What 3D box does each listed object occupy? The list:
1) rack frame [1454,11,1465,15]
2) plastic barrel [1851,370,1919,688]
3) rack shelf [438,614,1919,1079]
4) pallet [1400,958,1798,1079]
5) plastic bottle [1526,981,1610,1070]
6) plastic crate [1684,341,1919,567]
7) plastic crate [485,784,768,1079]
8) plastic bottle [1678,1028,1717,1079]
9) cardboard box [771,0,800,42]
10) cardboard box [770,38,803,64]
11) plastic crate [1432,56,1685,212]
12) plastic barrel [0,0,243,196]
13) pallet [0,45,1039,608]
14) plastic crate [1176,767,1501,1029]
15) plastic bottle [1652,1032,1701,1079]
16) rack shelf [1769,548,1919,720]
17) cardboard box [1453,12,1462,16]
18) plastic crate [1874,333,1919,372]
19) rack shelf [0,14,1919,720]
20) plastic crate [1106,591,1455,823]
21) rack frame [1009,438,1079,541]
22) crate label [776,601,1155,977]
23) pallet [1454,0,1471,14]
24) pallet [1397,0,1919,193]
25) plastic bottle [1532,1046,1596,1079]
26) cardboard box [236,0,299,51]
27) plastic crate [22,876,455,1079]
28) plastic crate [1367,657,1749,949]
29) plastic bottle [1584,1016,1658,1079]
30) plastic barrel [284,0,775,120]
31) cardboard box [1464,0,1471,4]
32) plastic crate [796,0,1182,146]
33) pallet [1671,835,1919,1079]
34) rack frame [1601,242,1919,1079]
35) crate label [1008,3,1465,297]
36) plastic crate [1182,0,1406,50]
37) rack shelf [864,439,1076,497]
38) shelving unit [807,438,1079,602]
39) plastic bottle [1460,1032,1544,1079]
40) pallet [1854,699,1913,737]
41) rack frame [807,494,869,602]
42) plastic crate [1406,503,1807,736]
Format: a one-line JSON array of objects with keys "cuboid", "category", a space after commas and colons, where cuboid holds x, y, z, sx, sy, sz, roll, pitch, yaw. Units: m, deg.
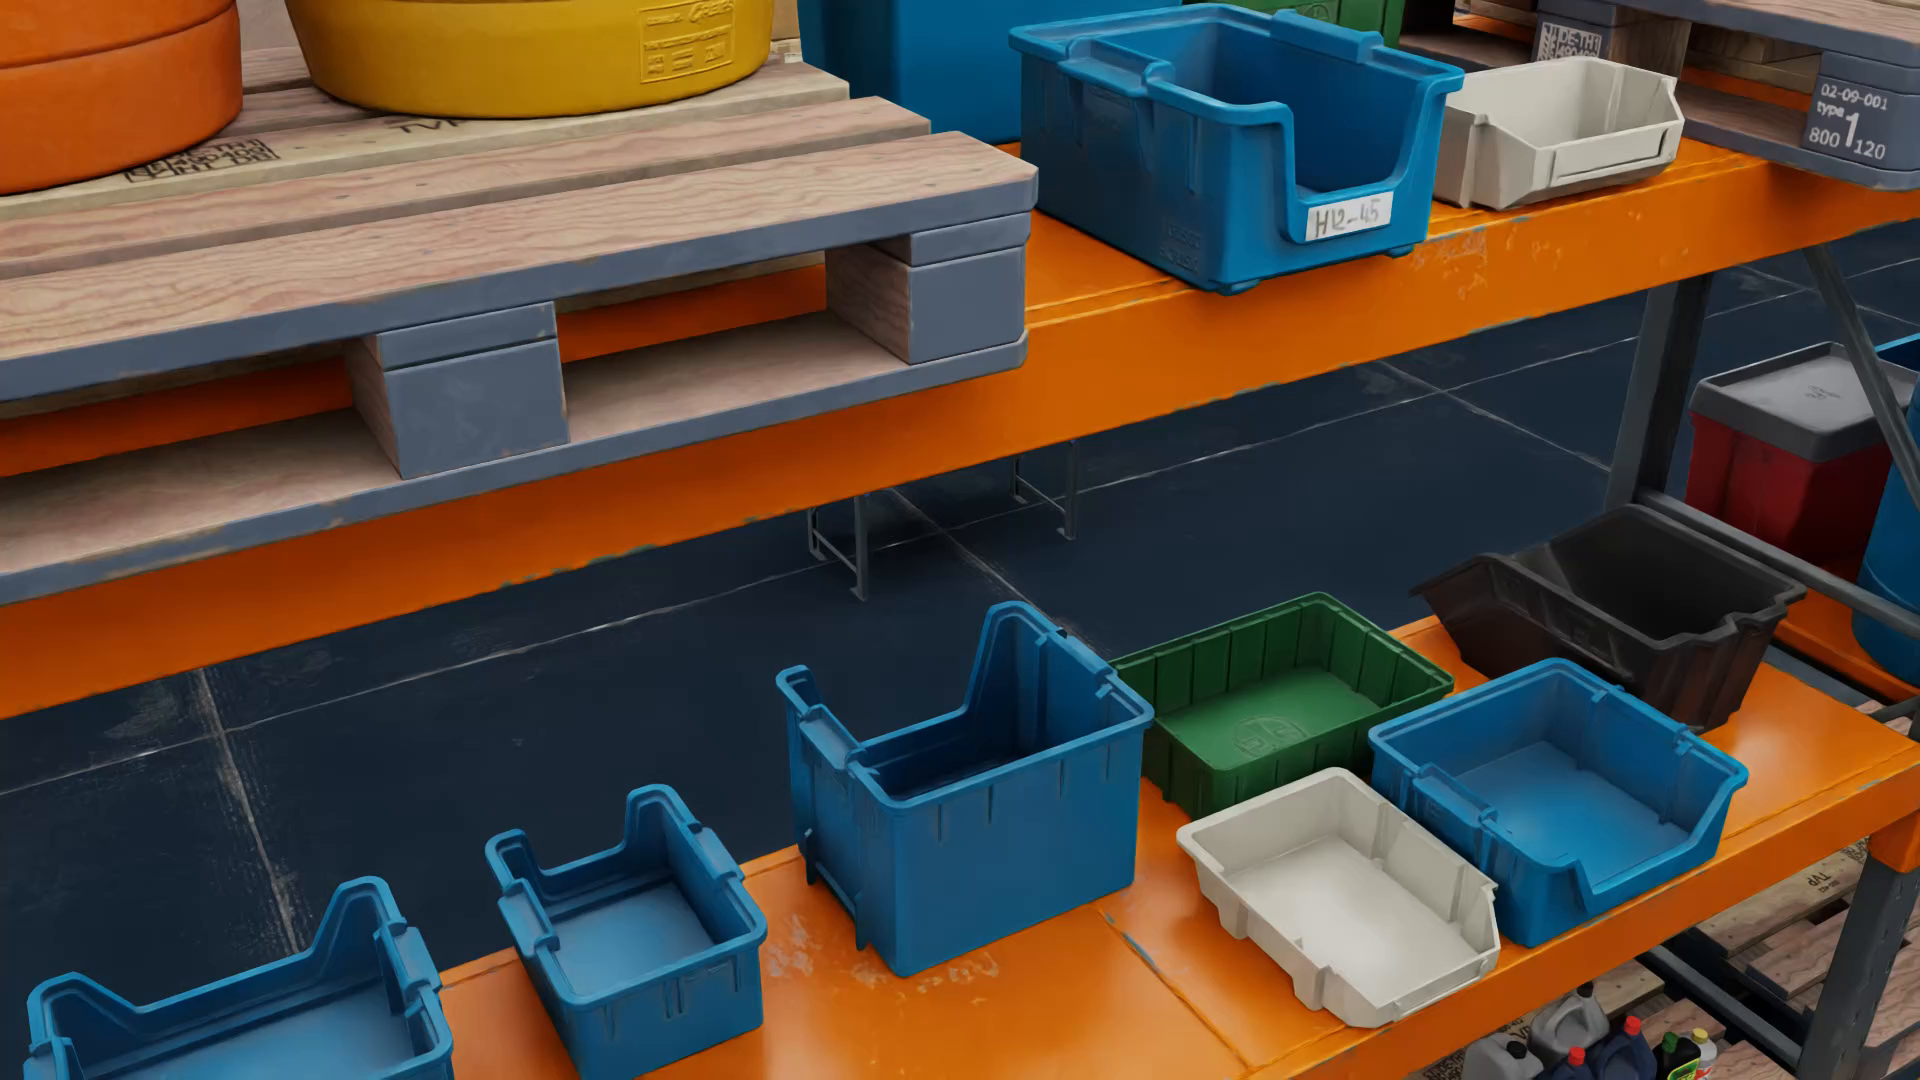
[{"cuboid": [2.945, -2.976, 9.539, 0.127, 3.000, 1.000, -16, 33, -26], "category": "rack frame"}, {"cuboid": [2.489, -0.121, 3.845, 0.708, 0.901, 0.600, -16, 33, -26], "category": "plastic barrel"}, {"cuboid": [0.278, 0.872, 3.311, 4.000, 0.370, 1.077, -16, 33, -26], "category": "rack shelf"}, {"cuboid": [1.402, 1.435, 4.431, 1.213, 0.211, 1.003, -16, 33, -26], "category": "pallet"}, {"cuboid": [1.520, 1.252, 4.163, 0.185, 0.351, 0.144, -16, 33, -26], "category": "plastic bottle"}, {"cuboid": [2.265, -0.207, 4.454, 0.583, 0.464, 0.402, -16, 33, -26], "category": "plastic crate"}, {"cuboid": [-0.603, 0.708, 3.017, 0.408, 0.251, 0.499, -16, 33, -26], "category": "plastic crate"}, {"cuboid": [1.848, 1.318, 4.198, 0.097, 0.201, 0.097, 0, 29, 0], "category": "plastic bottle"}, {"cuboid": [-0.883, -2.498, 7.225, 0.500, 0.500, 0.700, -16, 33, -26], "category": "cardboard box"}, {"cuboid": [-0.844, -2.110, 7.193, 0.250, 0.149, 0.380, -17, 33, -27], "category": "cardboard box"}, {"cuboid": [0.824, -0.569, 2.346, 0.396, 0.136, 0.243, -16, 33, -26], "category": "plastic crate"}, {"cuboid": [-1.091, -0.811, 1.631, 0.708, 0.830, 0.600, -16, 33, -26], "category": "plastic barrel"}, {"cuboid": [-0.683, -0.346, 1.864, 1.213, 0.211, 1.003, -16, 33, -26], "category": "pallet"}, {"cuboid": [0.731, 0.686, 3.176, 0.437, 0.136, 0.530, -16, 33, -26], "category": "plastic crate"}, {"cuboid": [1.755, 1.319, 4.112, 0.133, 0.283, 0.061, -14, 32, -24], "category": "plastic bottle"}, {"cuboid": [3.727, -0.107, 5.085, 4.000, 0.370, 1.077, -16, 33, -26], "category": "rack shelf"}, {"cuboid": [2.609, -2.867, 9.432, 0.500, 0.311, 0.500, -14, 32, -23], "category": "cardboard box"}, {"cuboid": [2.796, -0.325, 4.752, 0.575, 0.384, 0.392, -16, 33, -26], "category": "plastic crate"}, {"cuboid": [0.278, -0.442, 2.586, 4.000, 0.370, 1.077, -16, 33, -26], "category": "rack shelf"}, {"cuboid": [0.689, 0.375, 3.686, 0.662, 0.188, 0.450, -16, 33, -26], "category": "plastic crate"}, {"cuboid": [0.365, -0.760, 7.075, 0.032, 1.500, 0.500, -16, 33, -26], "category": "rack frame"}, {"cuboid": [0.004, 0.468, 3.262, 0.616, 0.435, 0.502, -16, 33, -26], "category": "crate label"}, {"cuboid": [3.494, -3.088, 9.939, 1.003, 0.211, 1.213, -16, 33, -26], "category": "pallet"}, {"cuboid": [1.430, -0.946, 2.951, 1.003, 0.211, 1.213, -16, 33, -26], "category": "pallet"}, {"cuboid": [1.428, 1.359, 3.969, 0.185, 0.351, 0.144, -18, 33, -29], "category": "plastic bottle"}, {"cuboid": [-2.613, -2.007, 6.335, 0.500, 0.500, 0.700, -16, 33, -26], "category": "cardboard box"}, {"cuboid": [-1.166, 0.864, 2.733, 0.616, 0.251, 0.499, -16, 33, -26], "category": "plastic crate"}, {"cuboid": [1.186, 0.516, 3.364, 0.616, 0.251, 0.499, -16, 33, -26], "category": "plastic crate"}, {"cuboid": [1.593, 1.312, 4.054, 0.185, 0.351, 0.144, -17, 33, -28], "category": "plastic bottle"}, {"cuboid": [-0.528, -0.865, 1.980, 0.600, 0.588, 0.600, 0, 29, 0], "category": "plastic barrel"}, {"cuboid": [3.431, -3.405, 9.778, 0.700, 0.500, 0.500, 22, 36, 34], "category": "cardboard box"}, {"cuboid": [0.045, -0.852, 2.602, 0.575, 0.384, 0.392, -16, 33, -26], "category": "plastic crate"}, {"cuboid": [2.660, 1.080, 5.075, 1.213, 0.211, 1.003, -16, 33, -26], "category": "pallet"}, {"cuboid": [2.003, 0.067, 4.024, 0.127, 3.000, 1.000, -16, 33, -26], "category": "rack frame"}, {"cuboid": [0.335, -0.522, 2.142, 0.408, 0.251, 0.502, -16, 33, -26], "category": "crate label"}, {"cuboid": [0.504, -0.881, 2.856, 0.450, 0.188, 0.336, -16, 33, -26], "category": "plastic crate"}, {"cuboid": [-0.074, -0.478, 6.937, 1.000, 0.185, 0.538, -16, 33, -26], "category": "rack shelf"}, {"cuboid": [-0.074, -0.636, 6.850, 1.048, 1.500, 0.538, -16, 33, -26], "category": "shelving unit"}, {"cuboid": [1.331, 1.336, 4.088, 0.135, 0.276, 0.152, -16, 33, -26], "category": "plastic bottle"}, {"cuboid": [3.713, 0.779, 5.620, 1.213, 0.211, 1.003, -16, 33, -26], "category": "pallet"}, {"cuboid": [-0.512, -0.511, 6.624, 0.032, 1.500, 0.500, -16, 33, -26], "category": "rack frame"}, {"cuboid": [1.487, 0.169, 3.903, 0.504, 0.338, 0.767, -16, 33, -26], "category": "plastic crate"}]
